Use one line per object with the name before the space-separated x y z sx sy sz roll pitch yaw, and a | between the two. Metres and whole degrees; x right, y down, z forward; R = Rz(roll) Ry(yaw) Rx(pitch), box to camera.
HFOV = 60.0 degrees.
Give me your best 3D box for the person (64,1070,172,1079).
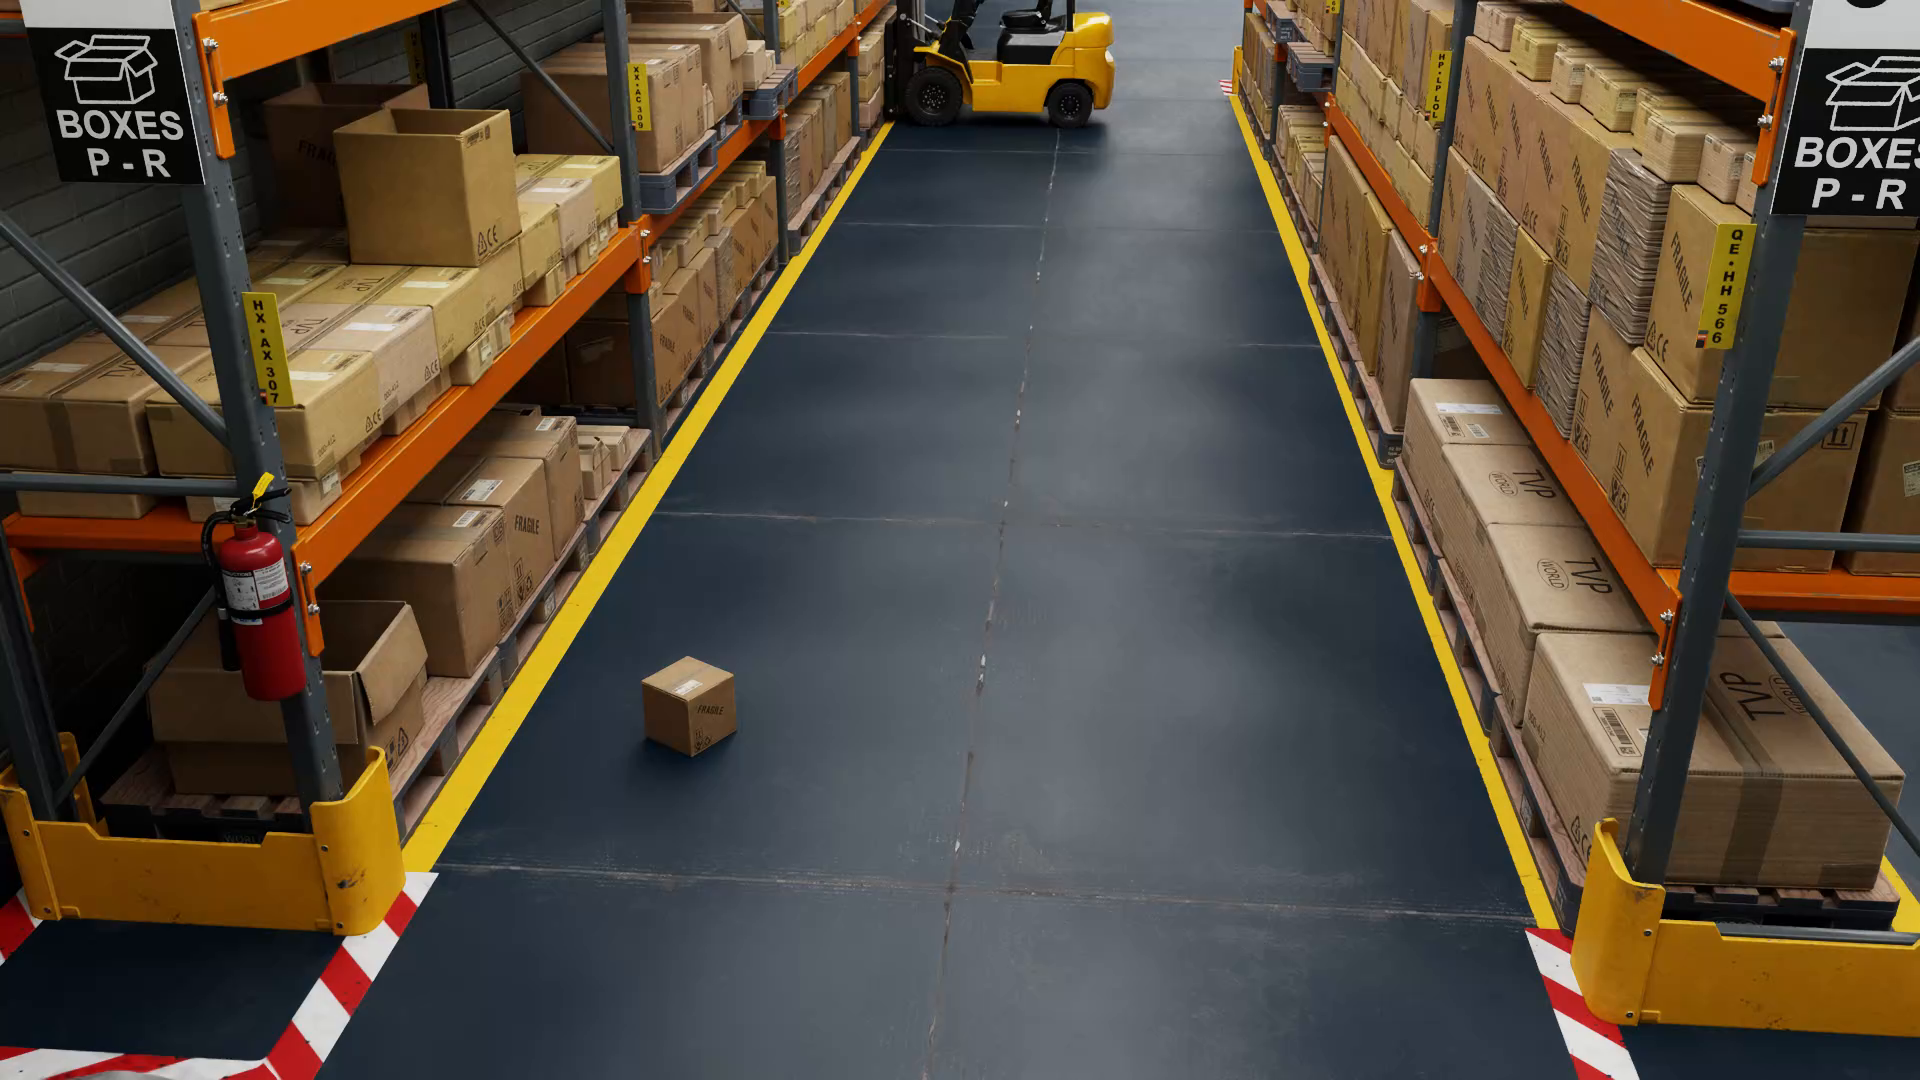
person | -1.221 1.526 2.724 0.473 1.667 0.754 6 25 12
